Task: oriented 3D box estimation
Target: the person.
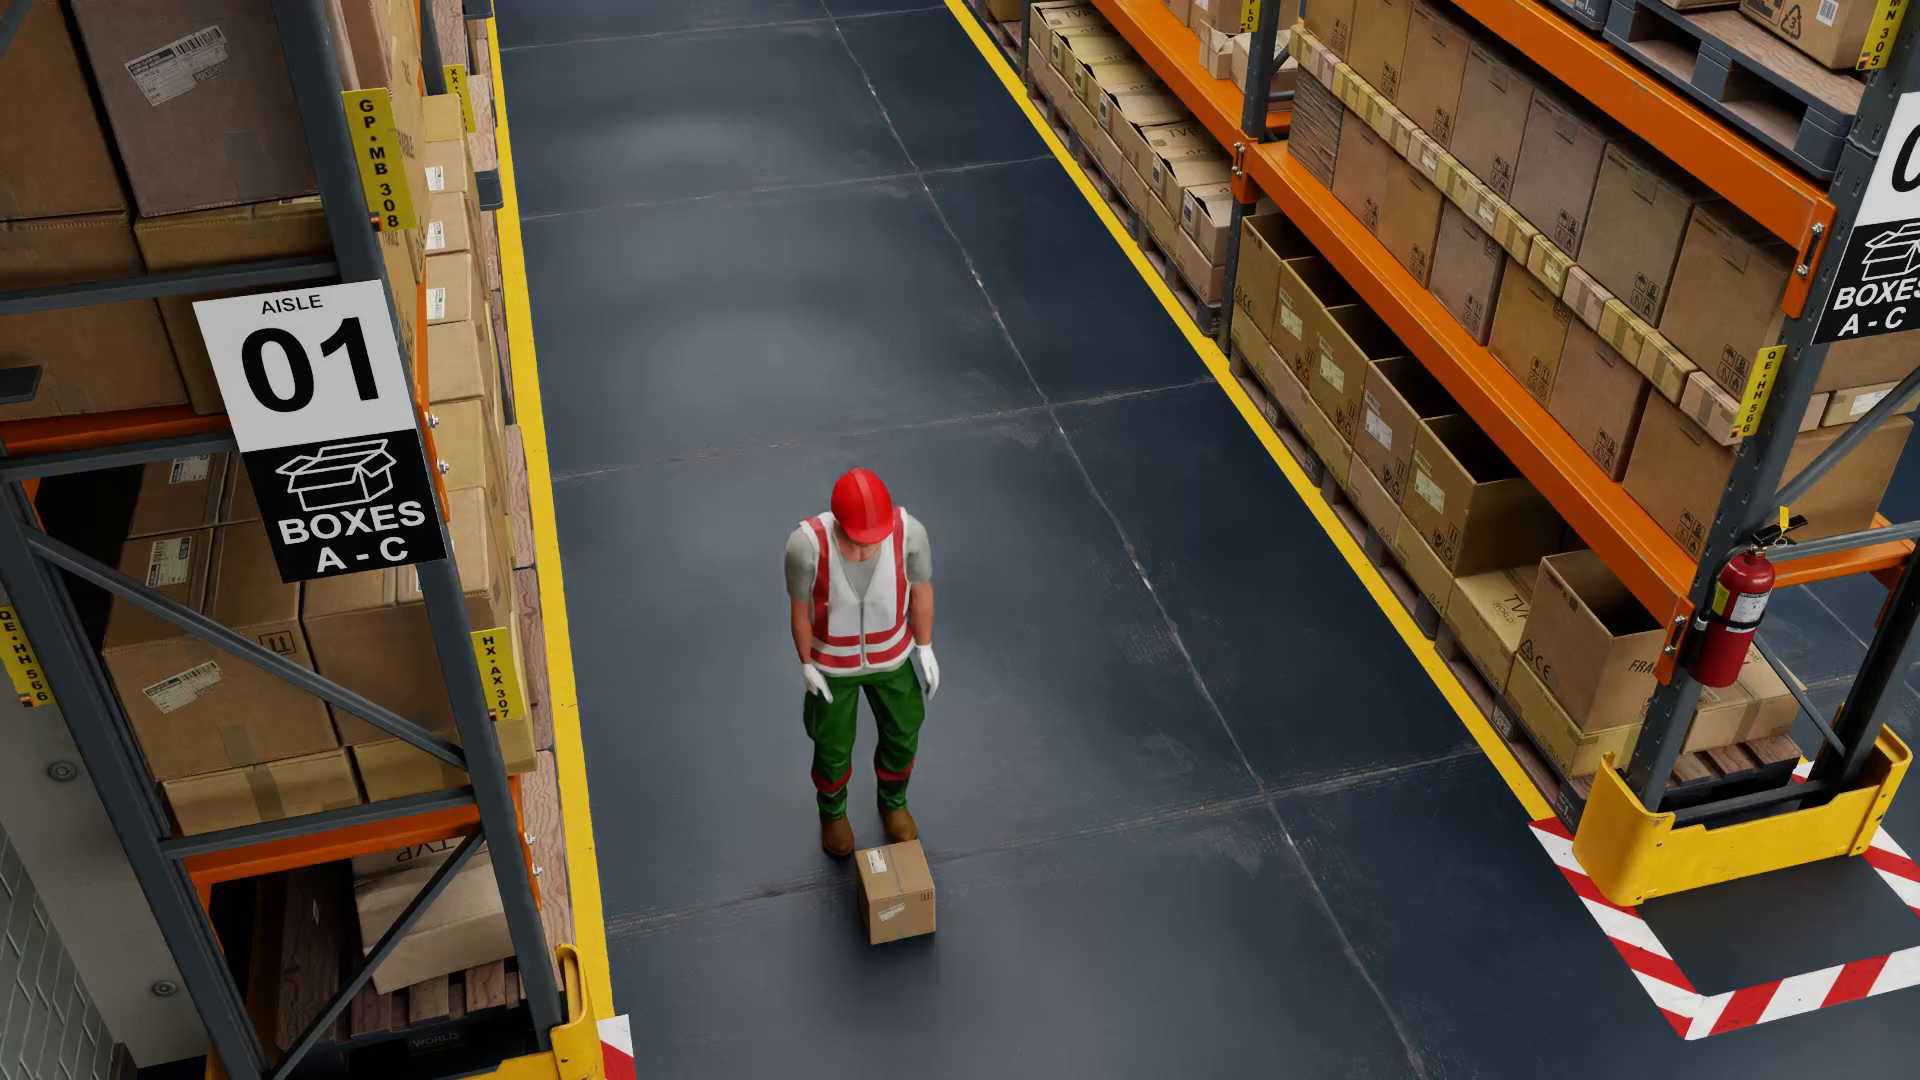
[{"bbox_3d":[-0.348,0.449,6.141,0.534,1.763,0.400,-9,39,-11],"label":"person"}]
